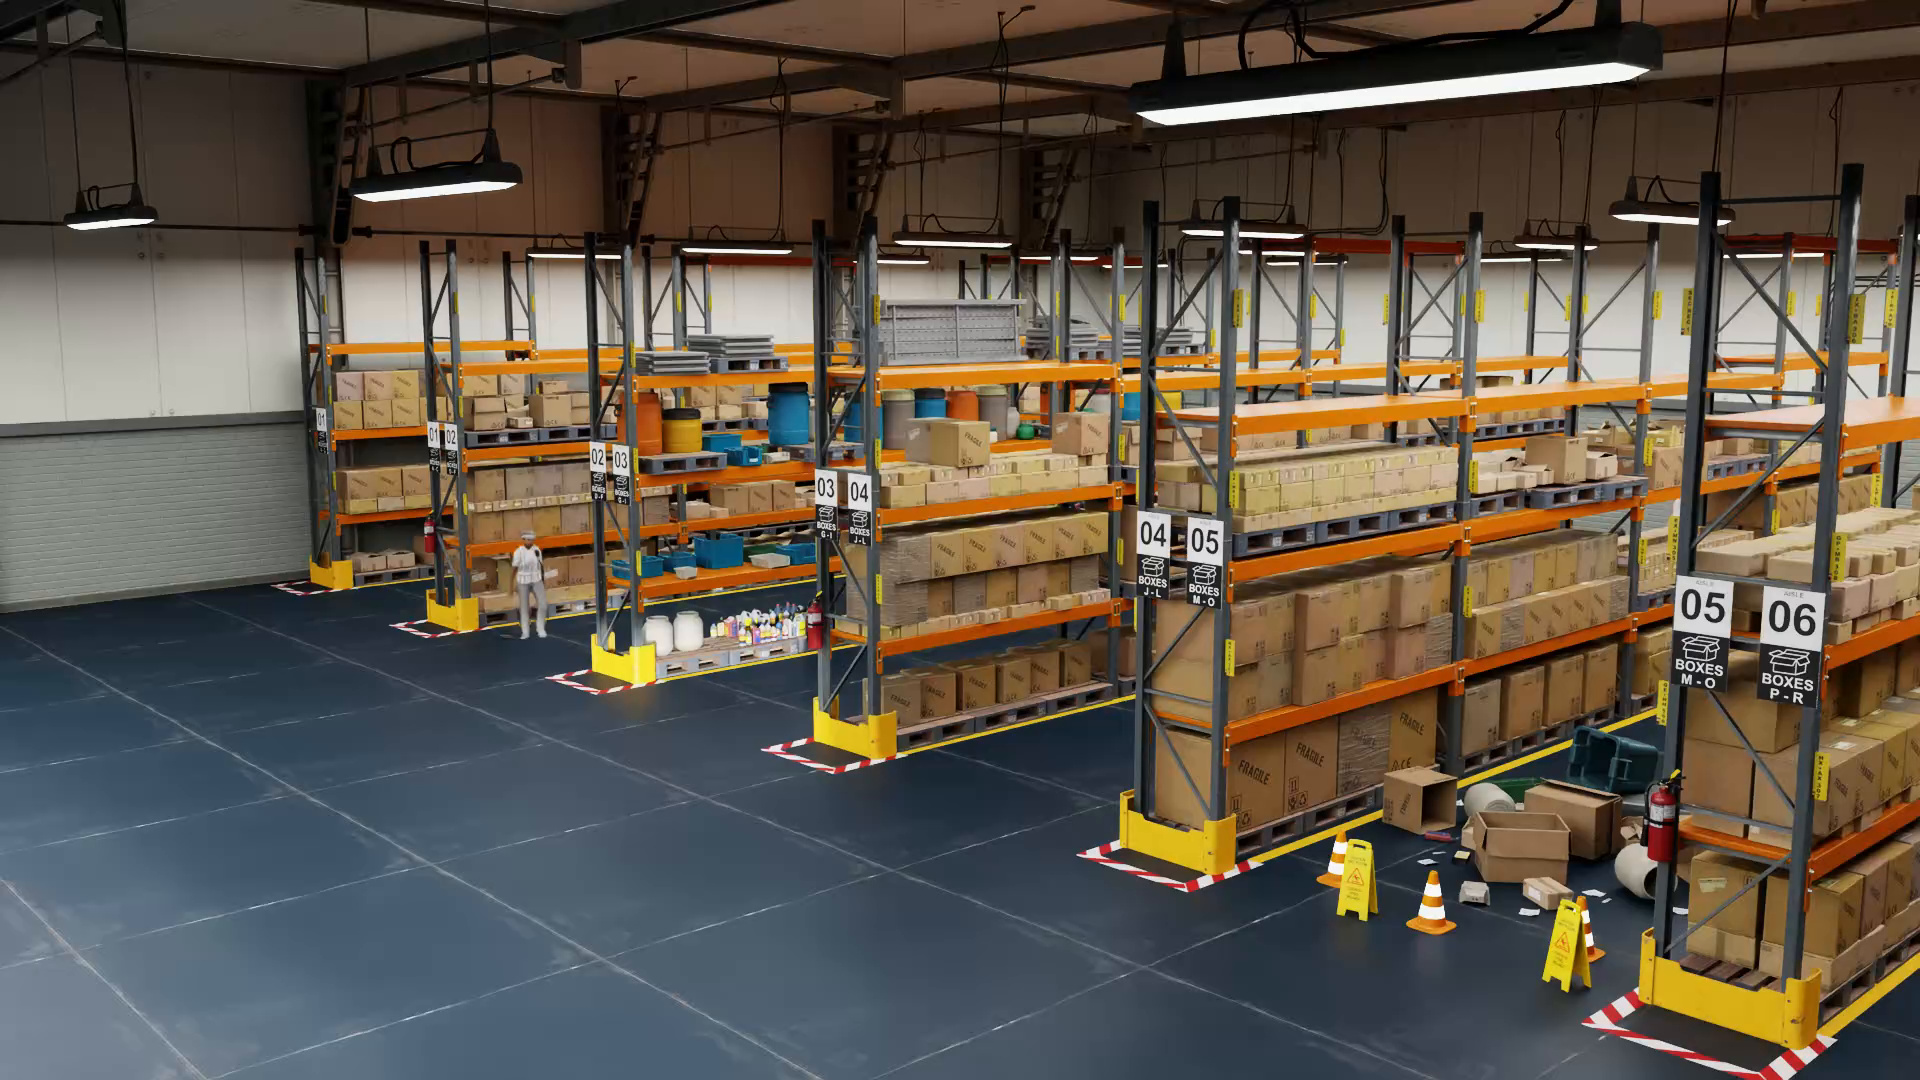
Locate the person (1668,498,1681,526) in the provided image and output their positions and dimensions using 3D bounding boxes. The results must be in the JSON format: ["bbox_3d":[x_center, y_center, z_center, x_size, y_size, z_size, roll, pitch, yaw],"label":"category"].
[{"bbox_3d":[13.826,-0.352,31.738,0.595,1.799,0.572,6,10,34],"label":"person"}]

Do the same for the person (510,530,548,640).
[{"bbox_3d":[-6.552,0.683,25.212,0.588,1.712,0.369,-5,10,-30],"label":"person"}]

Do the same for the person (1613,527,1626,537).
[{"bbox_3d":[10.040,0.618,25.487,0.476,1.655,0.450,5,10,32],"label":"person"}]
